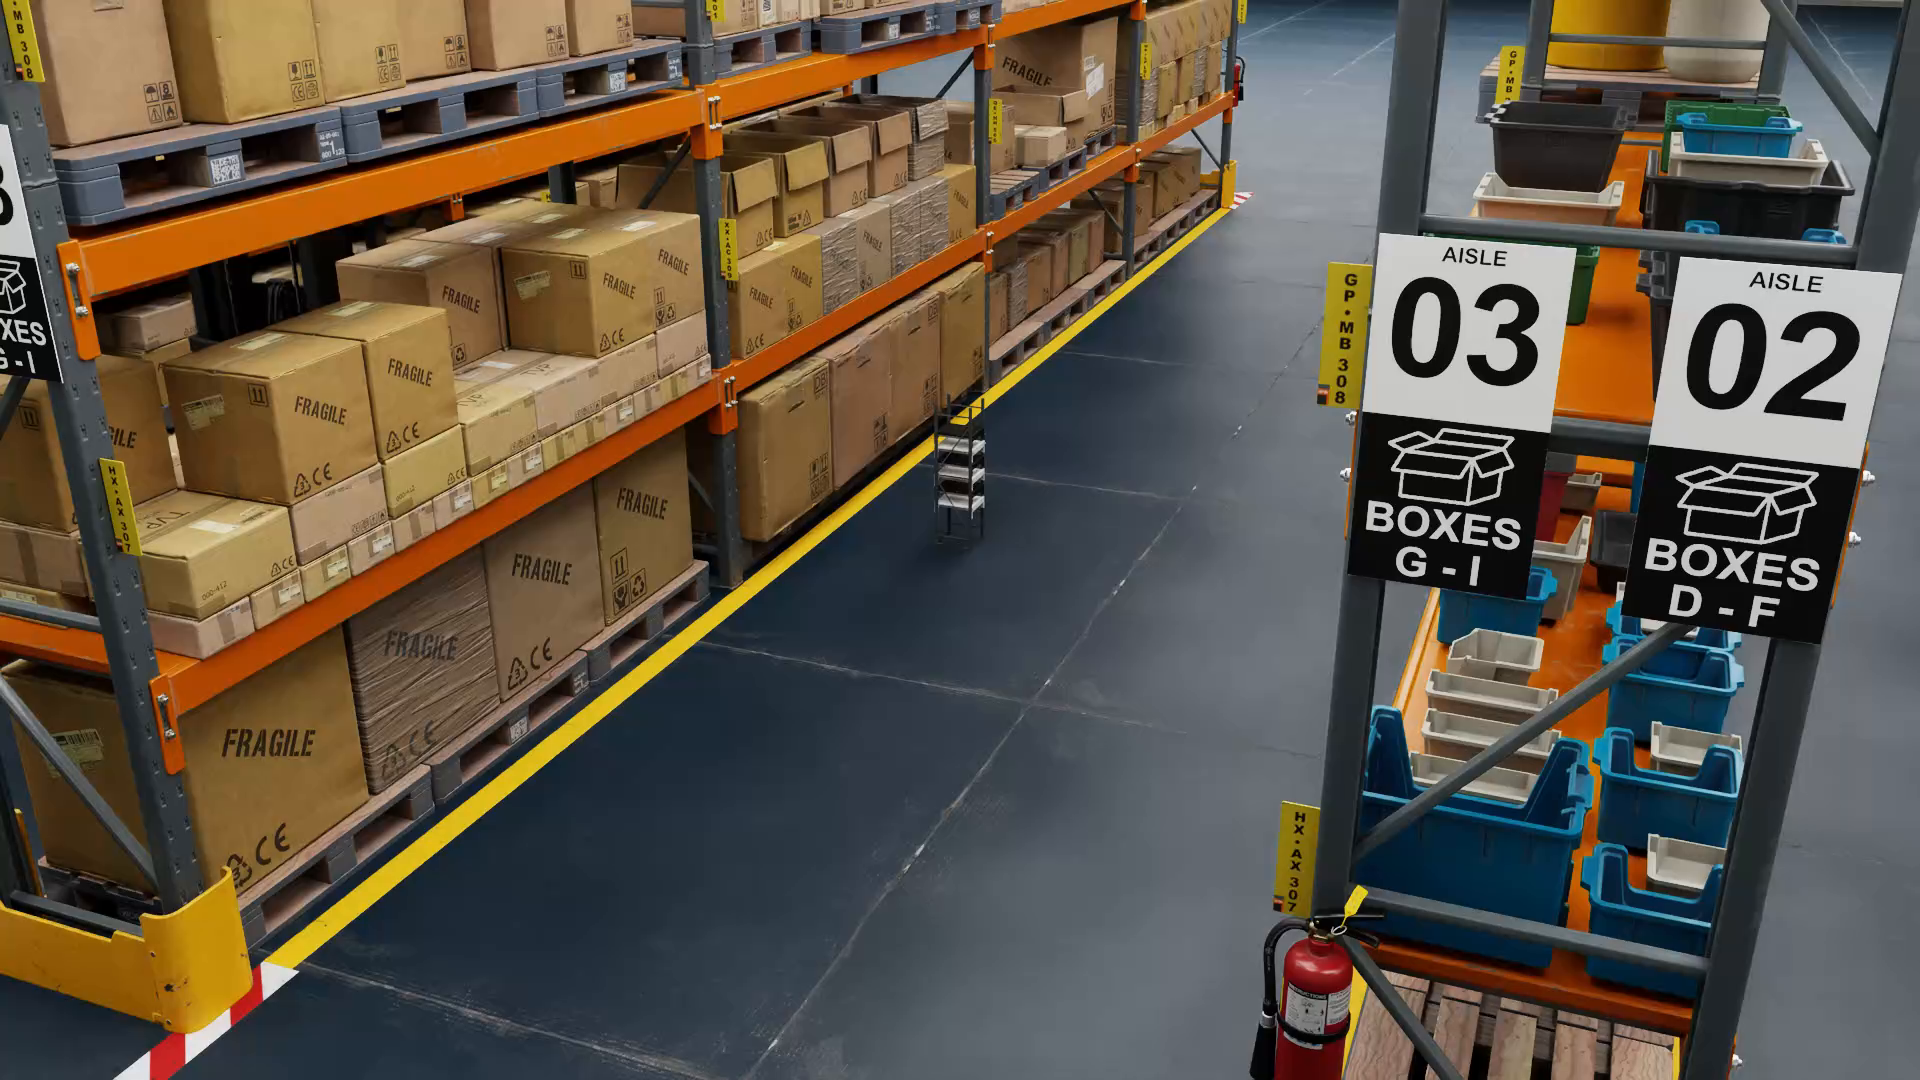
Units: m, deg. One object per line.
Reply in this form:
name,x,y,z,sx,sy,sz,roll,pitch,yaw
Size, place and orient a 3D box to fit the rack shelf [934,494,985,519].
rack shelf,-0.003,-0.215,10.152,0.258,0.077,0.200,9,24,20

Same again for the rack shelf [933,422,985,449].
rack shelf,-0.003,-0.631,9.978,0.258,0.077,0.200,9,24,20

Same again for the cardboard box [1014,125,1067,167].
cardboard box,0.579,-3.304,13.919,0.500,0.250,0.500,8,24,19

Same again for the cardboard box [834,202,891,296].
cardboard box,-0.781,-1.901,10.780,0.500,0.500,0.500,9,24,21

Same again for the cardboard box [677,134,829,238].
cardboard box,-1.248,-2.164,10.108,0.797,0.503,0.637,9,24,21

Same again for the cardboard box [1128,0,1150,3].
cardboard box,1.700,-5.426,17.535,0.500,0.500,0.500,9,24,20

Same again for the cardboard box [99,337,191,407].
cardboard box,-5.790,-1.195,11.916,0.500,0.500,0.500,10,25,22

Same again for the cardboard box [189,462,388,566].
cardboard box,-2.613,-0.138,6.498,0.500,0.250,0.500,8,24,19

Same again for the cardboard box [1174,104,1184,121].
cardboard box,2.132,-4.501,17.460,0.380,0.149,0.250,9,24,20

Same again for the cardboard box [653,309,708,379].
cardboard box,-1.663,-1.054,8.690,0.500,0.250,0.500,8,24,19

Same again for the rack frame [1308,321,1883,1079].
rack frame,1.370,0.959,4.062,1.000,3.000,0.127,9,24,20

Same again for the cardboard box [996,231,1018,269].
cardboard box,0.151,-2.444,13.908,0.500,0.250,0.500,12,25,26

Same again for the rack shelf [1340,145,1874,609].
rack shelf,2.113,-0.809,5.336,1.077,0.370,4.000,9,24,20

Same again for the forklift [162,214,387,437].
forklift,-3.706,-1.428,9.866,1.130,2.935,3.031,6,23,14

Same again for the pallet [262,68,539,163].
pallet,-2.511,-1.798,6.887,1.003,0.211,1.213,9,24,20

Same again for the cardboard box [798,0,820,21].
cardboard box,-1.051,-3.155,9.800,0.380,0.149,0.250,8,24,18

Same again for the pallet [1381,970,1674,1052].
pallet,2.167,1.521,6.335,1.003,0.211,1.213,9,24,20

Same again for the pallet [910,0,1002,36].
pallet,-0.447,-3.672,11.502,1.213,0.211,1.003,10,25,22

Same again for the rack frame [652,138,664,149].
rack frame,-3.339,-4.791,17.827,1.000,3.000,0.127,9,24,20

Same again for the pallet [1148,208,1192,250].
pallet,1.897,-3.441,18.214,1.003,0.211,1.213,9,24,20

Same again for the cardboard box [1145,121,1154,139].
cardboard box,1.693,-4.050,16.380,0.380,0.149,0.250,9,24,20

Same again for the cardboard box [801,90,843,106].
cardboard box,-2.044,-5.183,20.979,0.875,0.875,0.875,9,24,20

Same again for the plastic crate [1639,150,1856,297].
plastic crate,2.192,-0.904,4.711,0.504,0.338,0.767,9,24,20

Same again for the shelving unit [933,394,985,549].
shelving unit,-0.003,-0.412,10.070,0.258,0.900,0.210,9,24,20

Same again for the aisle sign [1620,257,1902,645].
aisle sign,1.619,-0.172,3.398,0.394,0.787,0.004,9,24,20

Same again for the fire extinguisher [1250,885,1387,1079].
fire extinguisher,0.892,1.156,4.176,0.296,0.674,0.183,9,24,20

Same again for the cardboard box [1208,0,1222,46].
cardboard box,2.559,-5.709,18.212,0.500,0.500,0.500,9,24,20

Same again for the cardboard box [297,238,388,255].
cardboard box,-5.013,-2.281,13.544,0.500,0.250,0.500,9,24,21

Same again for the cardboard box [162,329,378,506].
cardboard box,-2.614,-0.476,6.334,0.500,0.500,0.500,8,24,19

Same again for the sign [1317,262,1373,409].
sign,0.853,-0.450,3.679,0.100,0.325,0.005,9,24,20

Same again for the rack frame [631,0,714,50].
rack frame,-1.743,-3.950,8.031,1.000,3.000,0.127,9,24,20

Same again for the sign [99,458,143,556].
sign,-2.716,-0.105,5.382,0.100,0.325,0.005,9,24,20

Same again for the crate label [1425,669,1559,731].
crate label,1.706,0.530,5.353,0.396,0.136,0.243,9,24,20

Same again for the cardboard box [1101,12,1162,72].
cardboard box,1.632,-4.814,16.070,0.500,0.500,0.500,9,24,20

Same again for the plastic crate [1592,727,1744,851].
plastic crate,2.012,0.732,4.746,0.416,0.233,0.300,9,24,20

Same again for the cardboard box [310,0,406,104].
cardboard box,-2.618,-1.990,6.427,0.700,0.500,0.500,7,24,16

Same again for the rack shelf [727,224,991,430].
rack shelf,-1.000,-1.565,11.039,1.077,0.370,4.000,9,24,20

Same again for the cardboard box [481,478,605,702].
cardboard box,-2.397,0.152,8.206,0.875,0.875,0.875,9,24,20

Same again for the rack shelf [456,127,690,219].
rack shelf,-4.082,-3.743,16.252,1.077,0.370,4.000,9,24,20

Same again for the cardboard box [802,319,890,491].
cardboard box,-1.193,-0.947,10.836,1.225,0.875,0.875,8,24,18

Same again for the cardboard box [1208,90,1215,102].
cardboard box,2.662,-5.042,18.755,0.380,0.149,0.250,9,24,20

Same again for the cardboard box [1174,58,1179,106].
cardboard box,1.764,-4.747,17.207,0.875,0.500,0.500,9,24,20

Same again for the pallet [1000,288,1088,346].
pallet,0.489,-2.041,14.862,1.003,0.211,1.213,9,24,20

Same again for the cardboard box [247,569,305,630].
cardboard box,-2.697,0.194,6.220,0.380,0.149,0.250,8,24,19

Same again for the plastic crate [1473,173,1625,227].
plastic crate,1.907,-1.078,5.390,0.437,0.136,0.530,9,24,20

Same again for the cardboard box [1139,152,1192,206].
cardboard box,2.277,-4.076,18.815,0.500,0.500,0.500,16,28,34

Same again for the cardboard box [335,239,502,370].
cardboard box,-2.537,-1.099,7.825,0.500,0.500,0.500,8,24,18

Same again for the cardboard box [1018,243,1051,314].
cardboard box,0.371,-2.309,14.559,0.700,0.500,0.500,11,25,24

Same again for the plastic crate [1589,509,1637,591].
plastic crate,2.689,0.066,6.480,0.437,0.125,0.590,9,24,20

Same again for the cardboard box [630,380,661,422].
cardboard box,-1.743,-0.726,8.421,0.380,0.149,0.250,8,24,19

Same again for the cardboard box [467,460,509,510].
cardboard box,-2.221,-0.265,7.318,0.380,0.149,0.250,8,24,19

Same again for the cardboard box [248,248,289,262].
cardboard box,-5.690,-2.177,13.295,0.500,0.250,0.500,9,24,20
